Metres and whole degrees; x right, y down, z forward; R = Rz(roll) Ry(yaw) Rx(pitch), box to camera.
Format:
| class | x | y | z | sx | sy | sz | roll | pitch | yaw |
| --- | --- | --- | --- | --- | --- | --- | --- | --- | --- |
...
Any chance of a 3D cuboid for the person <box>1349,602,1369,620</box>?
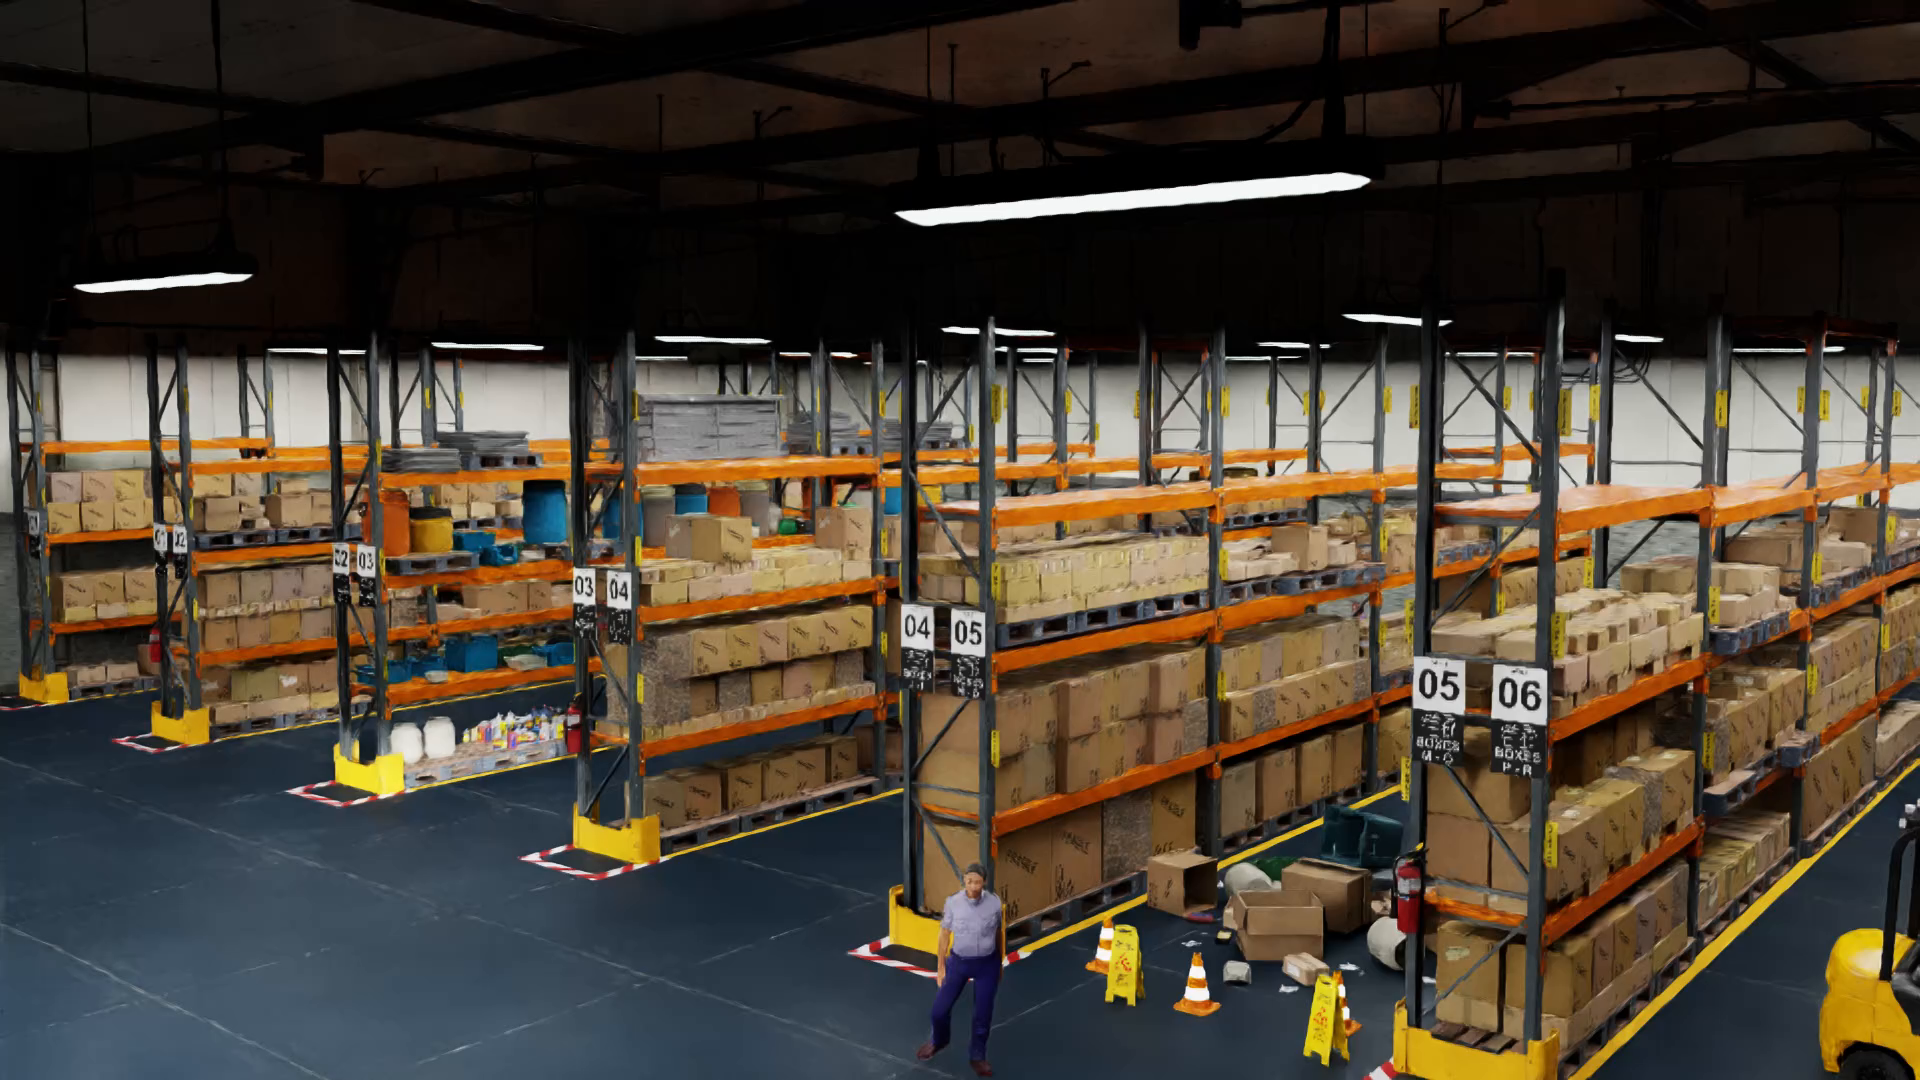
| class | x | y | z | sx | sy | sz | roll | pitch | yaw |
| --- | --- | --- | --- | --- | --- | --- | --- | --- | --- |
| person | 6.901 | 1.818 | 28.758 | 0.566 | 1.541 | 0.519 | 4 | 6 | 36 |

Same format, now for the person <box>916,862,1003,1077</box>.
| class | x | y | z | sx | sy | sz | roll | pitch | yaw |
| --- | --- | --- | --- | --- | --- | --- | --- | --- | --- |
| person | -0.001 | 3.217 | 12.602 | 0.663 | 1.640 | 0.510 | 0 | 5 | -3 |
